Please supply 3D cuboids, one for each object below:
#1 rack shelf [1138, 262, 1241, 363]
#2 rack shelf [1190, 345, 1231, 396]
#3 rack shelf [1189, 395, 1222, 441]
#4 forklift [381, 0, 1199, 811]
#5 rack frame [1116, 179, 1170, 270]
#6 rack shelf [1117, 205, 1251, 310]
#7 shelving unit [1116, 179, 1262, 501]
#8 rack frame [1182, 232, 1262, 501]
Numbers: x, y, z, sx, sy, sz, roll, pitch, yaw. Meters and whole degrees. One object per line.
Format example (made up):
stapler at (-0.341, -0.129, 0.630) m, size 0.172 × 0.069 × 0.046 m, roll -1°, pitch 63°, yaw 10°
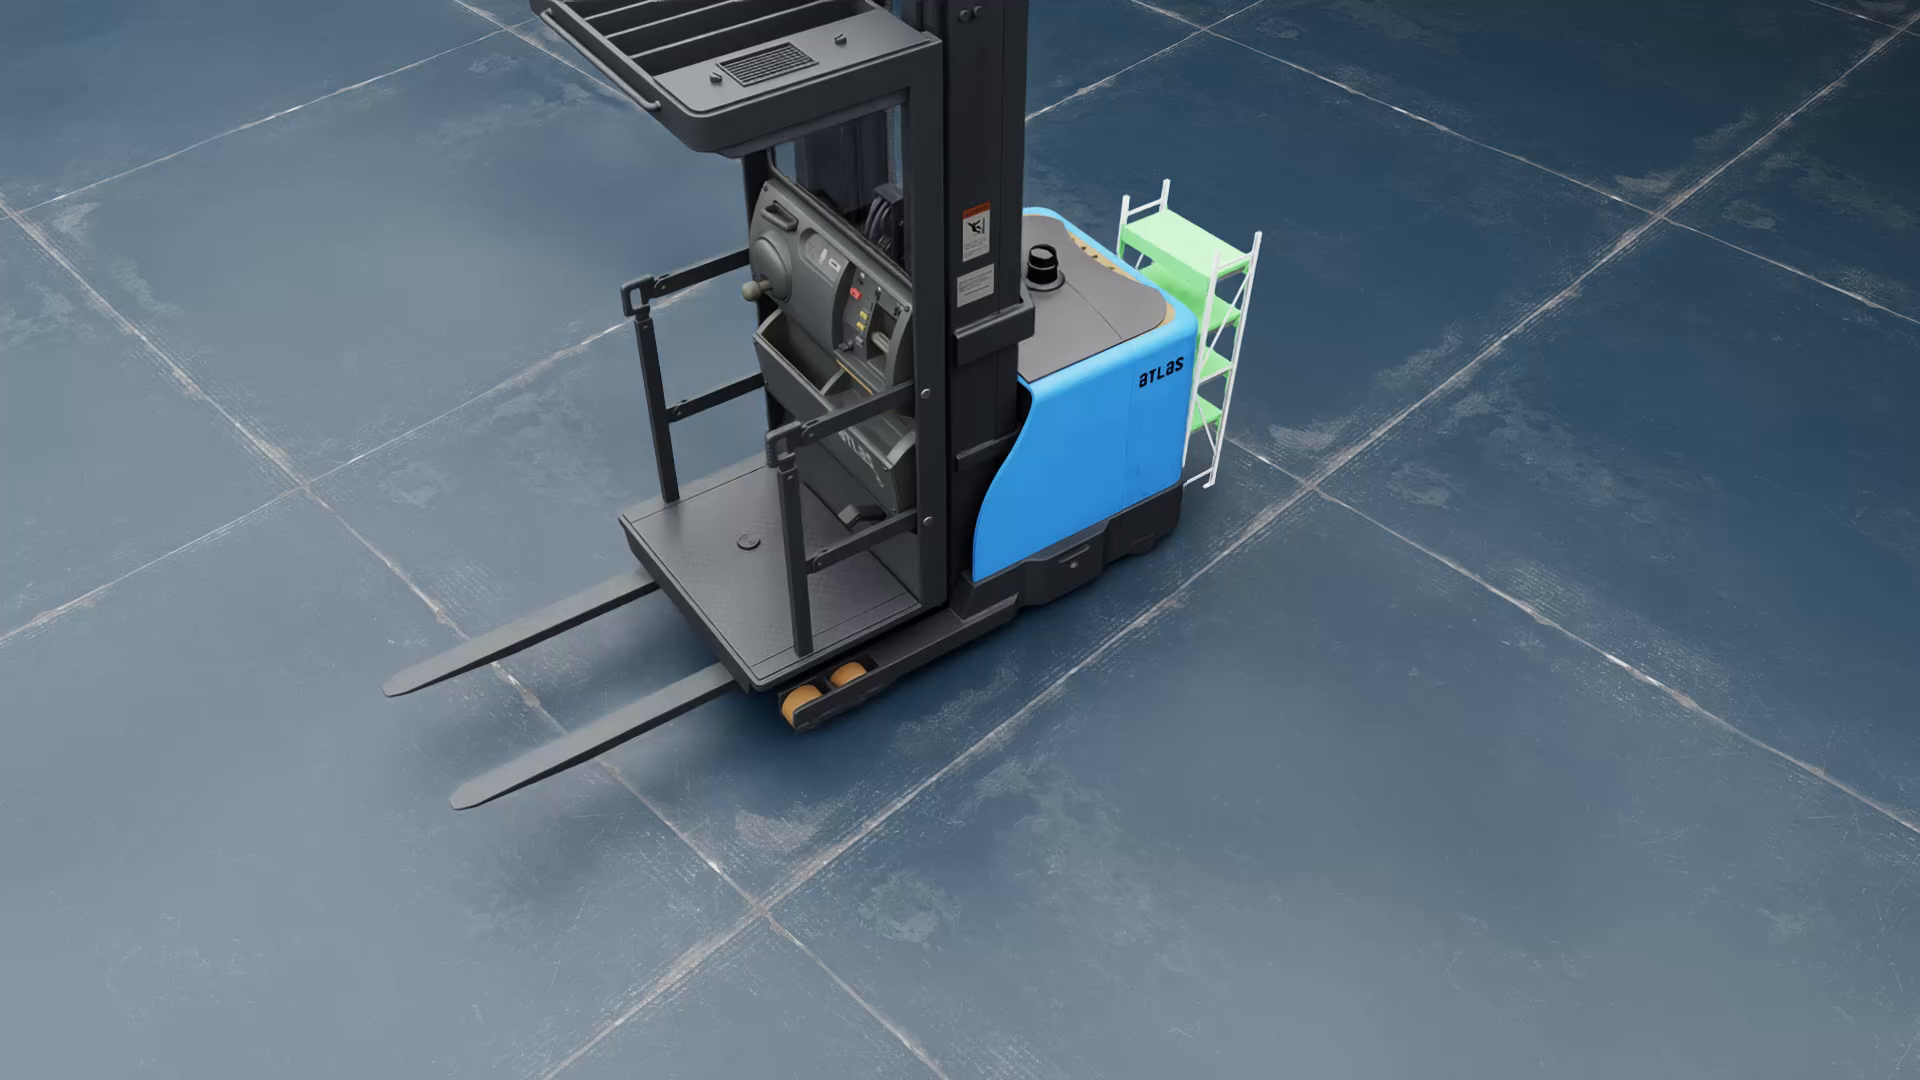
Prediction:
rack shelf at (0.858, -0.913, 6.583) m, size 0.258 × 0.148 × 0.480 m, roll -26°, pitch 49°, yaw -31°
rack shelf at (0.846, -0.731, 6.739) m, size 0.258 × 0.148 × 0.480 m, roll -26°, pitch 49°, yaw -31°
rack shelf at (0.834, -0.548, 6.894) m, size 0.258 × 0.148 × 0.480 m, roll -26°, pitch 49°, yaw -31°
forklift at (-0.610, -0.799, 5.455) m, size 3.031 × 2.935 × 1.130 m, roll -25°, pitch 48°, yaw -25°
rack frame at (0.695, -0.907, 6.836) m, size 0.240 × 1.200 × 0.015 m, roll -26°, pitch 49°, yaw -31°
rack shelf at (0.870, -1.096, 6.428) m, size 0.258 × 0.148 × 0.480 m, roll -26°, pitch 49°, yaw -31°
shelving unit at (0.849, -0.779, 6.698) m, size 0.258 × 1.200 × 0.503 m, roll -26°, pitch 49°, yaw -31°
rack frame at (1.004, -0.651, 6.559) m, size 0.240 × 1.200 × 0.015 m, roll -26°, pitch 49°, yaw -31°
